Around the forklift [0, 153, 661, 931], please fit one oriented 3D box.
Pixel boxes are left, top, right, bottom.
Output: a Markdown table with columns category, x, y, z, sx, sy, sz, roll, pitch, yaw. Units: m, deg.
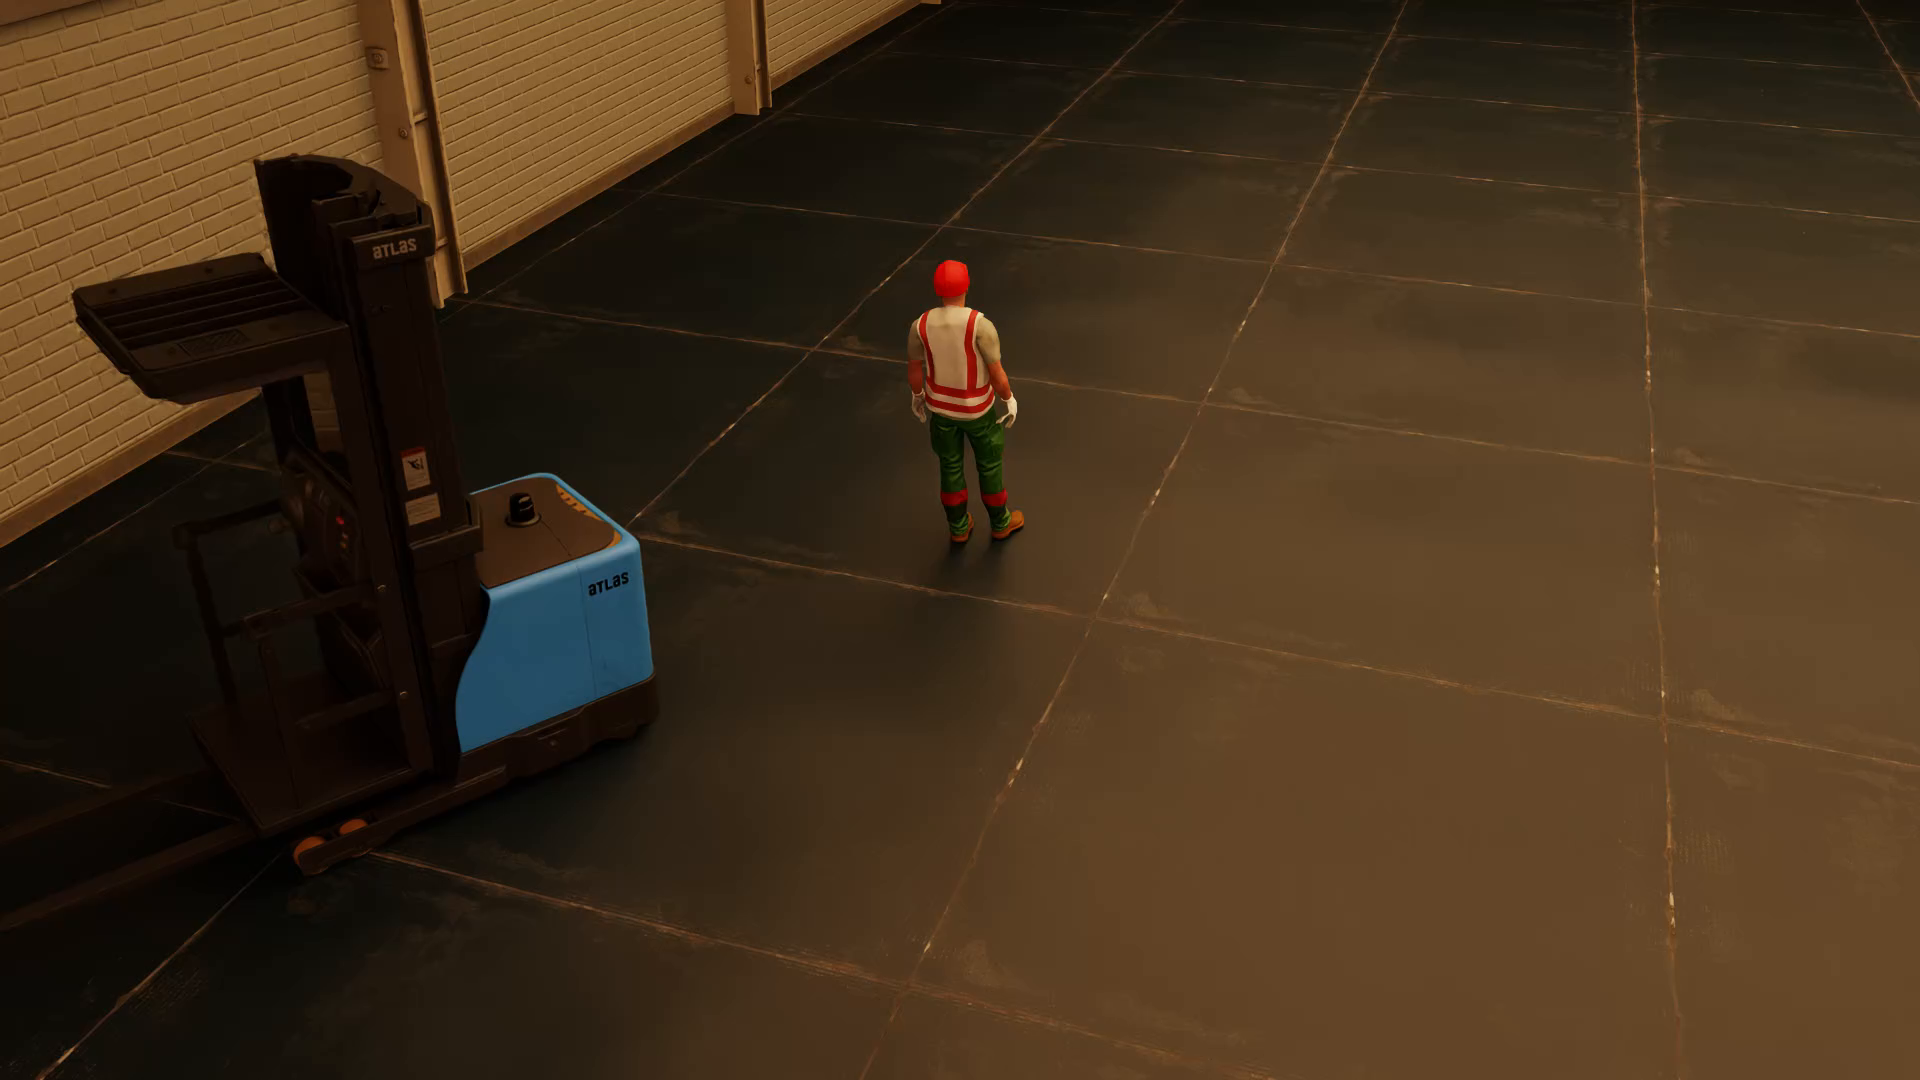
| category | x | y | z | sx | sy | sz | roll | pitch | yaw |
| --- | --- | --- | --- | --- | --- | --- | --- | --- | --- |
| forklift | -2.986 | -0.069 | 7.258 | 3.031 | 2.935 | 1.130 | -22 | 36 | -33 |

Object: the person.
| category | x | y | z | sx | sy | sz | roll | pitch | yaw |
| --- | --- | --- | --- | --- | --- | --- | --- | --- | --- |
| person | 0.038 | -0.819 | 9.711 | 0.637 | 1.787 | 0.564 | 10 | 31 | 16 |
